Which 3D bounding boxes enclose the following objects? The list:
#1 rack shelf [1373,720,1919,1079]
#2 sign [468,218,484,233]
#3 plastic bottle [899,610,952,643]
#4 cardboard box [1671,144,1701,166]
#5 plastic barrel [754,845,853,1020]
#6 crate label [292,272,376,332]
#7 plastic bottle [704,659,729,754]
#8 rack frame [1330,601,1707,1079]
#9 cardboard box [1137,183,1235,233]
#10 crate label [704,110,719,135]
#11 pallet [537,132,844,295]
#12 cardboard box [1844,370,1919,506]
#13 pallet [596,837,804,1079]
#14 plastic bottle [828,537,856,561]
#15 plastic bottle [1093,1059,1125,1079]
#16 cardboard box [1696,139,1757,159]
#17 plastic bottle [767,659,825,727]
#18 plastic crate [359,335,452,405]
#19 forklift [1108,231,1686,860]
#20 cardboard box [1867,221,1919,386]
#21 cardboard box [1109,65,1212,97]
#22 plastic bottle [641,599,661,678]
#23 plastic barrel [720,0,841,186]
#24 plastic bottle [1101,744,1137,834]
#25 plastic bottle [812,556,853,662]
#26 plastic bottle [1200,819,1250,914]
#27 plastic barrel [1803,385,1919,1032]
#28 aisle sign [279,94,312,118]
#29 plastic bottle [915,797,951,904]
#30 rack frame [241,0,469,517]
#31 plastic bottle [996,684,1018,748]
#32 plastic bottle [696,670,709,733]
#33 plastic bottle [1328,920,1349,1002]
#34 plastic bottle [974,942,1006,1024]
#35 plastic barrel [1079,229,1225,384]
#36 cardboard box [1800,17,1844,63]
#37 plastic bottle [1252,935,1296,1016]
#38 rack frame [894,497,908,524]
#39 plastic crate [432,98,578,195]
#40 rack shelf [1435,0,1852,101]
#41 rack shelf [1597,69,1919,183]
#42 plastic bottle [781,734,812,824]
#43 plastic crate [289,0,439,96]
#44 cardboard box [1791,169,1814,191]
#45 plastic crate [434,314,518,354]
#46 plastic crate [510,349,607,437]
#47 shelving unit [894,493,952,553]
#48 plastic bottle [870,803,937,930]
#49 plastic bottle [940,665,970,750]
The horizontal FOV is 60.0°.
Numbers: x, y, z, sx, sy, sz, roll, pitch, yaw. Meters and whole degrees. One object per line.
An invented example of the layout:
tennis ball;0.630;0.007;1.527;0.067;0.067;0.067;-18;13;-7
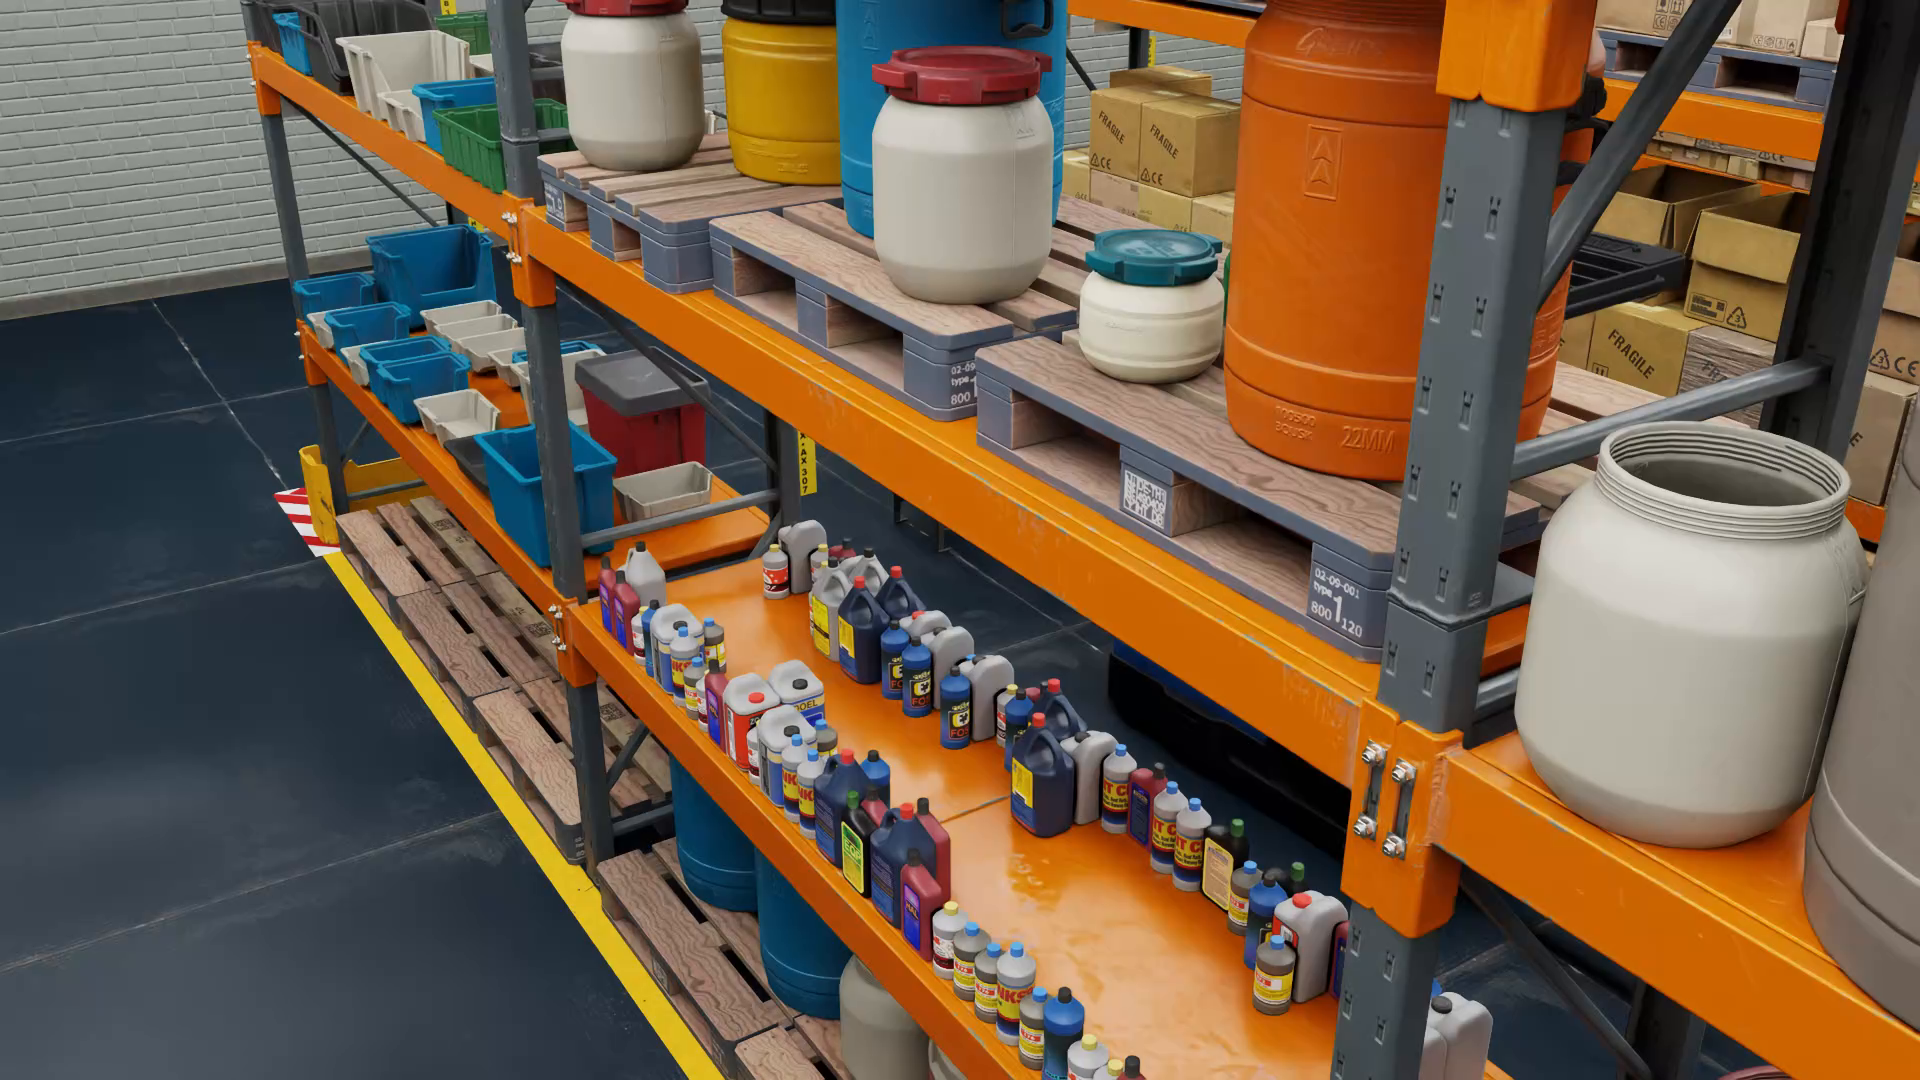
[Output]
rack shelf;2.193;1.037;1.368;1.077;0.370;4.000;-16;29;-30
sign;-2.814;-1.716;9.680;0.100;0.325;0.005;-16;29;-30
plastic bottle;-0.122;0.355;5.629;0.152;0.276;0.135;-16;29;-30
cardboard box;5.768;-3.028;12.945;0.380;0.149;0.250;-16;30;-31
plastic barrel;-0.413;1.133;5.802;0.600;0.901;0.708;-16;29;-30
crate label;-3.407;-1.295;9.105;0.416;0.233;0.303;-16;29;-30
plastic bottle;-0.755;0.523;5.264;0.061;0.283;0.133;-16;29;-30
rack frame;1.101;1.353;3.370;1.000;3.000;0.127;-16;29;-30
cardboard box;1.480;-2.130;10.575;0.500;0.250;0.500;-17;30;-31
crate label;-1.107;-1.557;6.330;0.293;0.136;0.466;-16;29;-30
pallet;-0.572;-1.091;5.255;1.213;0.211;1.003;-16;29;-30
cardboard box;3.944;-0.512;7.204;0.500;0.500;0.500;-15;29;-29
pallet;-0.696;1.469;6.391;1.003;0.211;1.213;-16;29;-30
plastic bottle;-0.432;0.113;6.134;0.061;0.283;0.133;-16;29;-30
plastic bottle;0.349;1.270;3.780;0.097;0.201;0.097;0;25;0
cardboard box;5.962;-3.193;12.534;0.500;0.500;0.500;-16;30;-31
plastic bottle;-0.516;0.529;5.262;0.152;0.276;0.135;-16;29;-30
plastic crate;-2.688;-0.824;8.107;0.416;0.233;0.300;-16;29;-30
forklift;1.992;-0.142;6.618;1.130;2.935;3.031;-18;30;-33
cardboard box;4.141;-1.037;7.142;0.797;0.503;0.637;-14;29;-28
cardboard box;1.370;-2.955;11.446;0.500;0.500;0.500;-15;29;-29
plastic bottle;-1.035;0.331;5.687;0.097;0.271;0.097;0;25;0
plastic barrel;-0.414;-1.430;5.039;0.600;0.588;0.600;0;25;0
plastic bottle;0.465;0.720;4.861;0.097;0.271;0.097;0;25;0
plastic bottle;-0.427;0.231;5.805;0.144;0.351;0.185;-16;29;-30
plastic bottle;0.722;0.869;4.532;0.061;0.283;0.133;-16;29;-30
plastic barrel;1.368;0.114;1.893;0.600;0.901;0.600;0;25;0
aisle sign;-3.554;-2.640;8.784;0.394;0.787;0.004;-16;29;-30
plastic bottle;-0.081;0.852;4.568;0.061;0.283;0.133;-16;29;-30
rack frame;-3.266;-1.508;9.431;1.000;3.000;0.127;-16;29;-30
plastic bottle;0.165;0.555;5.293;0.097;0.201;0.097;0;25;0
plastic bottle;-0.802;0.515;5.378;0.097;0.201;0.097;0;25;0
plastic bottle;0.995;1.048;4.154;0.061;0.283;0.133;-16;29;-30
plastic bottle;0.084;1.095;4.148;0.097;0.201;0.097;0;25;0
plastic barrel;0.393;-0.480;3.410;0.301;0.262;0.301;0;25;0
cardboard box;3.755;-2.097;6.967;0.380;0.149;0.250;-17;30;-32
plastic bottle;0.789;1.083;4.175;0.097;0.201;0.097;0;25;0
rack frame;-0.224;-1.096;9.612;0.400;2.100;0.015;-16;29;-30
plastic crate;-1.567;-1.419;5.977;0.450;0.188;0.662;-16;29;-30
rack shelf;0.010;-1.569;3.844;1.077;0.370;4.000;-16;29;-30
rack shelf;4.159;-1.548;6.844;1.077;0.370;4.000;-16;29;-30
plastic bottle;-0.476;0.697;4.911;0.097;0.271;0.097;0;25;0
plastic crate;-2.662;-2.226;7.511;0.504;0.338;0.767;-16;29;-30
cardboard box;6.305;-2.650;12.144;0.380;0.149;0.250;-17;30;-32
plastic crate;-2.523;-1.060;8.720;0.396;0.136;0.243;-16;29;-30
plastic crate;-1.761;-0.640;7.661;0.437;0.282;0.530;-16;29;-30
shelving unit;-0.090;-1.009;9.427;0.431;2.100;0.503;-16;29;-30
plastic bottle;-0.153;0.855;4.484;0.144;0.351;0.185;-16;29;-30
plastic bottle;-0.016;0.524;5.277;0.097;0.271;0.097;0;25;0
